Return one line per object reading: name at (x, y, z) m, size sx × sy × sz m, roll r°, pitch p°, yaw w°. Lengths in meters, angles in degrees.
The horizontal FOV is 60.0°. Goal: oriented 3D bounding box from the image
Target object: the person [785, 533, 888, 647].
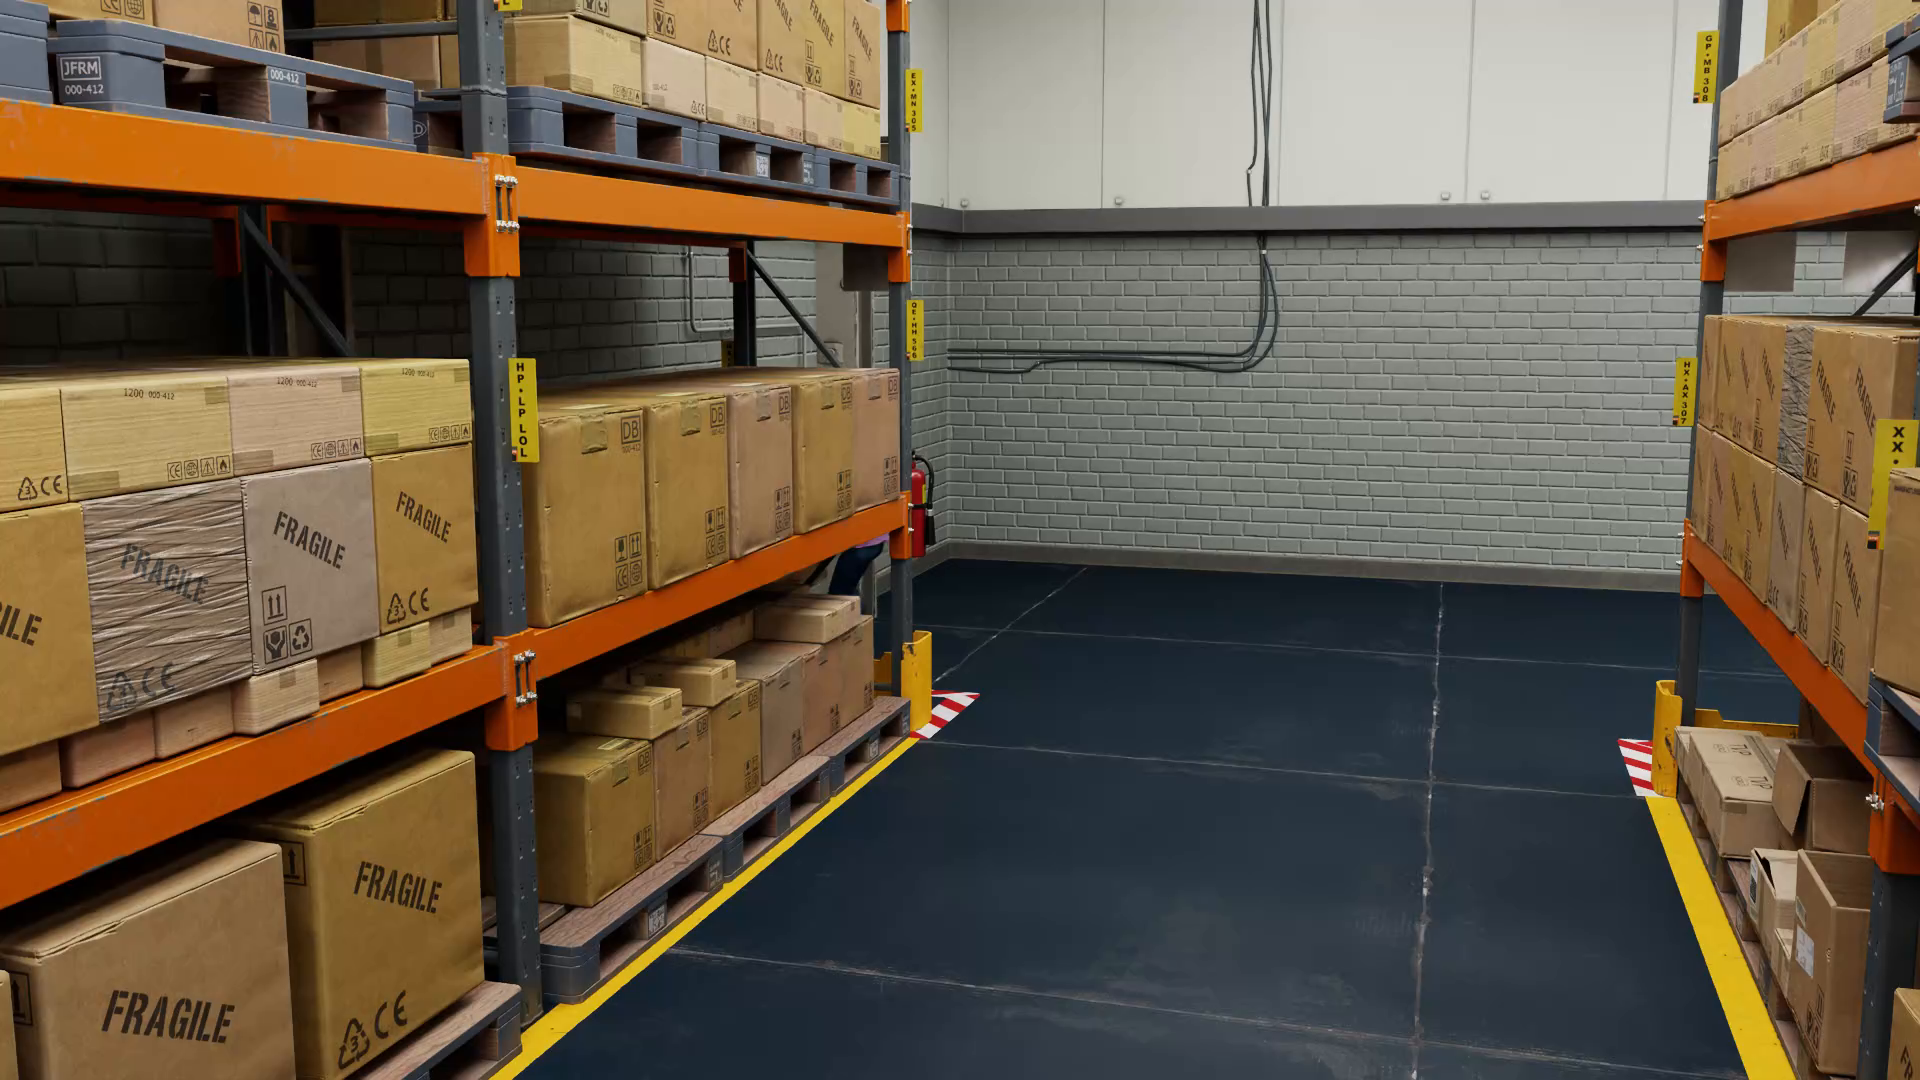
person at (-0.859, 0.155, 10.930) m, size 0.780 × 1.278 × 0.382 m, roll 2°, pitch 9°, yaw 15°
